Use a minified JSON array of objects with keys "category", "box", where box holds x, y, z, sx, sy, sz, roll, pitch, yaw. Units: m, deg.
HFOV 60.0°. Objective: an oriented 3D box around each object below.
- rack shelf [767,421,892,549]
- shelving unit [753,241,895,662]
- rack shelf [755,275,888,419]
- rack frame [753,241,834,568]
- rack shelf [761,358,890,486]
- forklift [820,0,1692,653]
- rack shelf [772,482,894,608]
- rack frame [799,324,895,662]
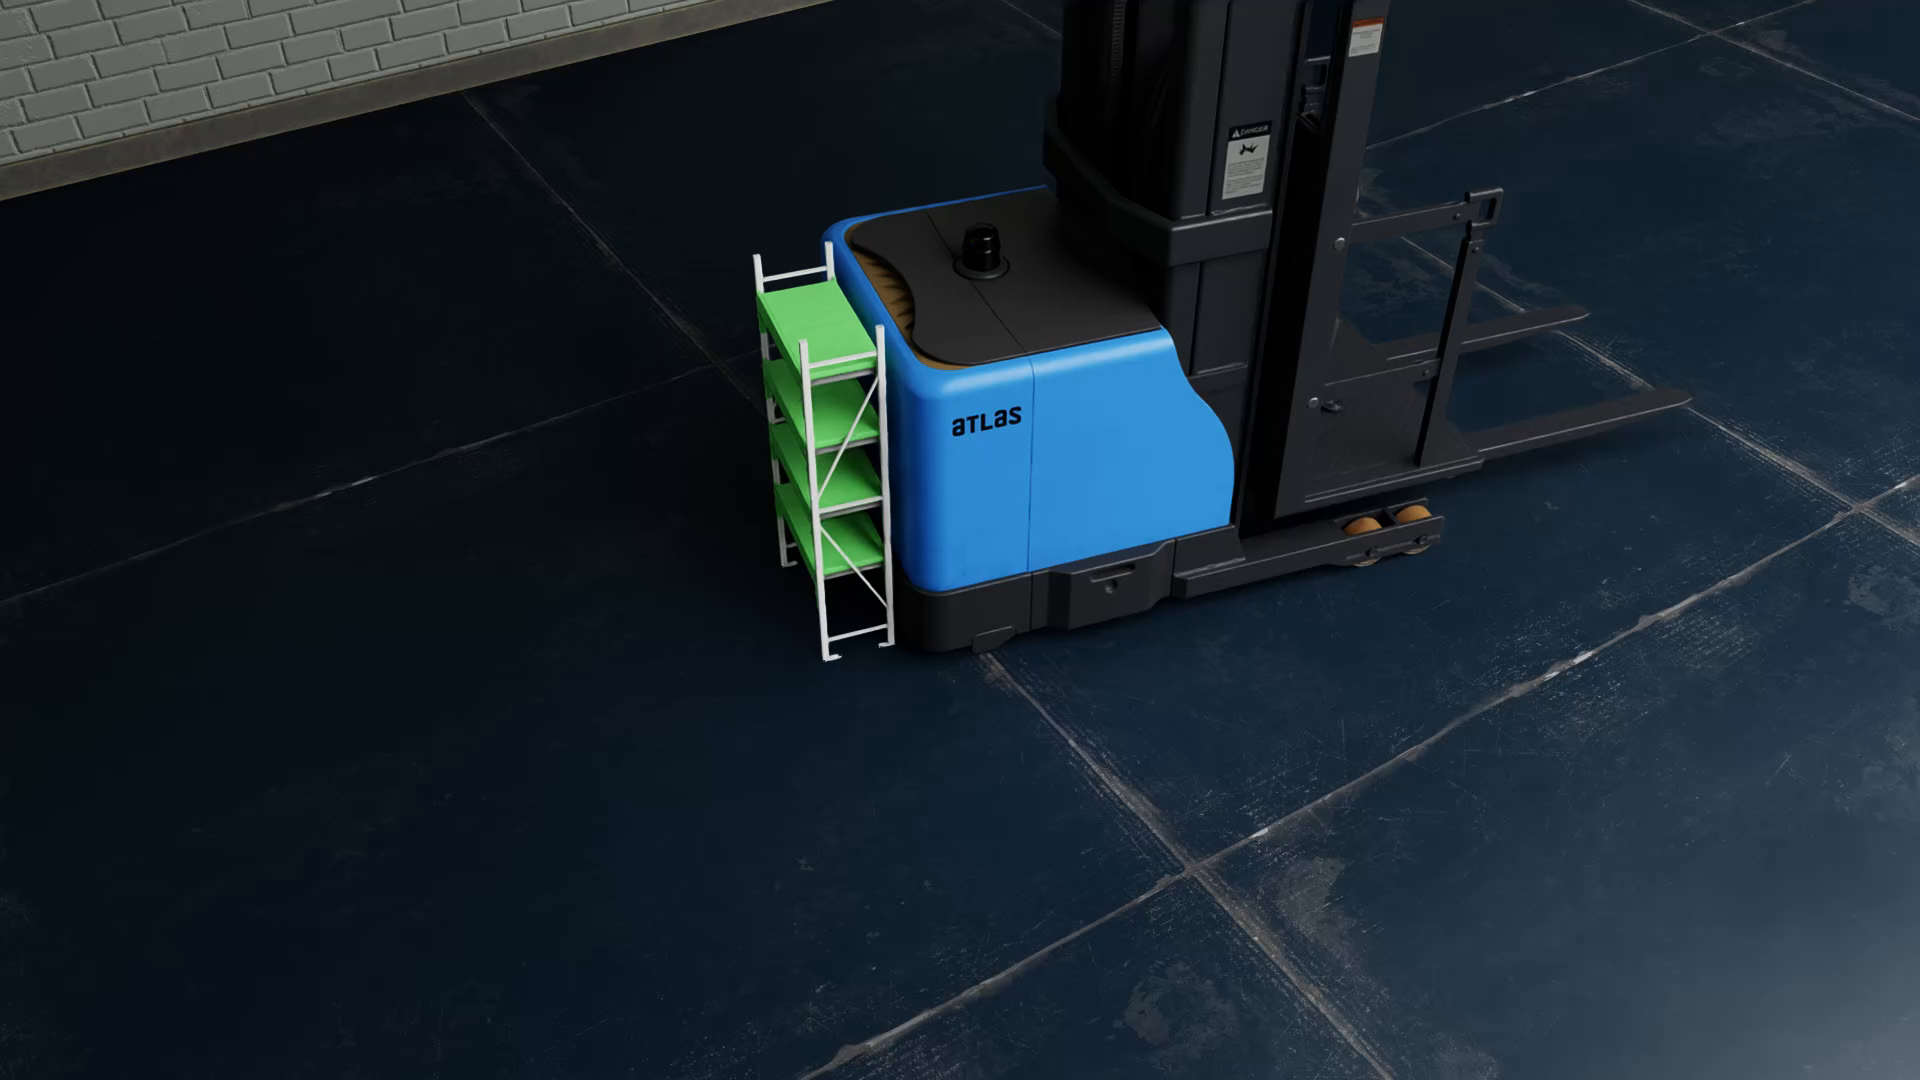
[{"category":"rack shelf","box":[-0.409,-0.201,5.154,0.258,0.148,0.480,-13,42,-15]},{"category":"shelving unit","box":[-0.409,-0.250,5.113,0.258,1.200,0.503,-13,42,-15]},{"category":"rack shelf","box":[-0.409,-0.570,4.847,0.258,0.148,0.480,-13,42,-15]},{"category":"rack frame","box":[-0.493,-0.397,5.289,0.240,1.200,0.015,-13,42,-15]},{"category":"rack shelf","box":[-0.409,-0.386,5.000,0.258,0.148,0.480,-13,42,-15]},{"category":"forklift","box":[1.115,-1.342,5.071,3.031,2.935,1.130,-13,42,-15]},{"category":"rack shelf","box":[-0.409,-0.017,5.308,0.258,0.148,0.480,-13,42,-15]},{"category":"rack frame","box":[-0.324,-0.104,4.937,0.240,1.200,0.015,-13,42,-15]}]
